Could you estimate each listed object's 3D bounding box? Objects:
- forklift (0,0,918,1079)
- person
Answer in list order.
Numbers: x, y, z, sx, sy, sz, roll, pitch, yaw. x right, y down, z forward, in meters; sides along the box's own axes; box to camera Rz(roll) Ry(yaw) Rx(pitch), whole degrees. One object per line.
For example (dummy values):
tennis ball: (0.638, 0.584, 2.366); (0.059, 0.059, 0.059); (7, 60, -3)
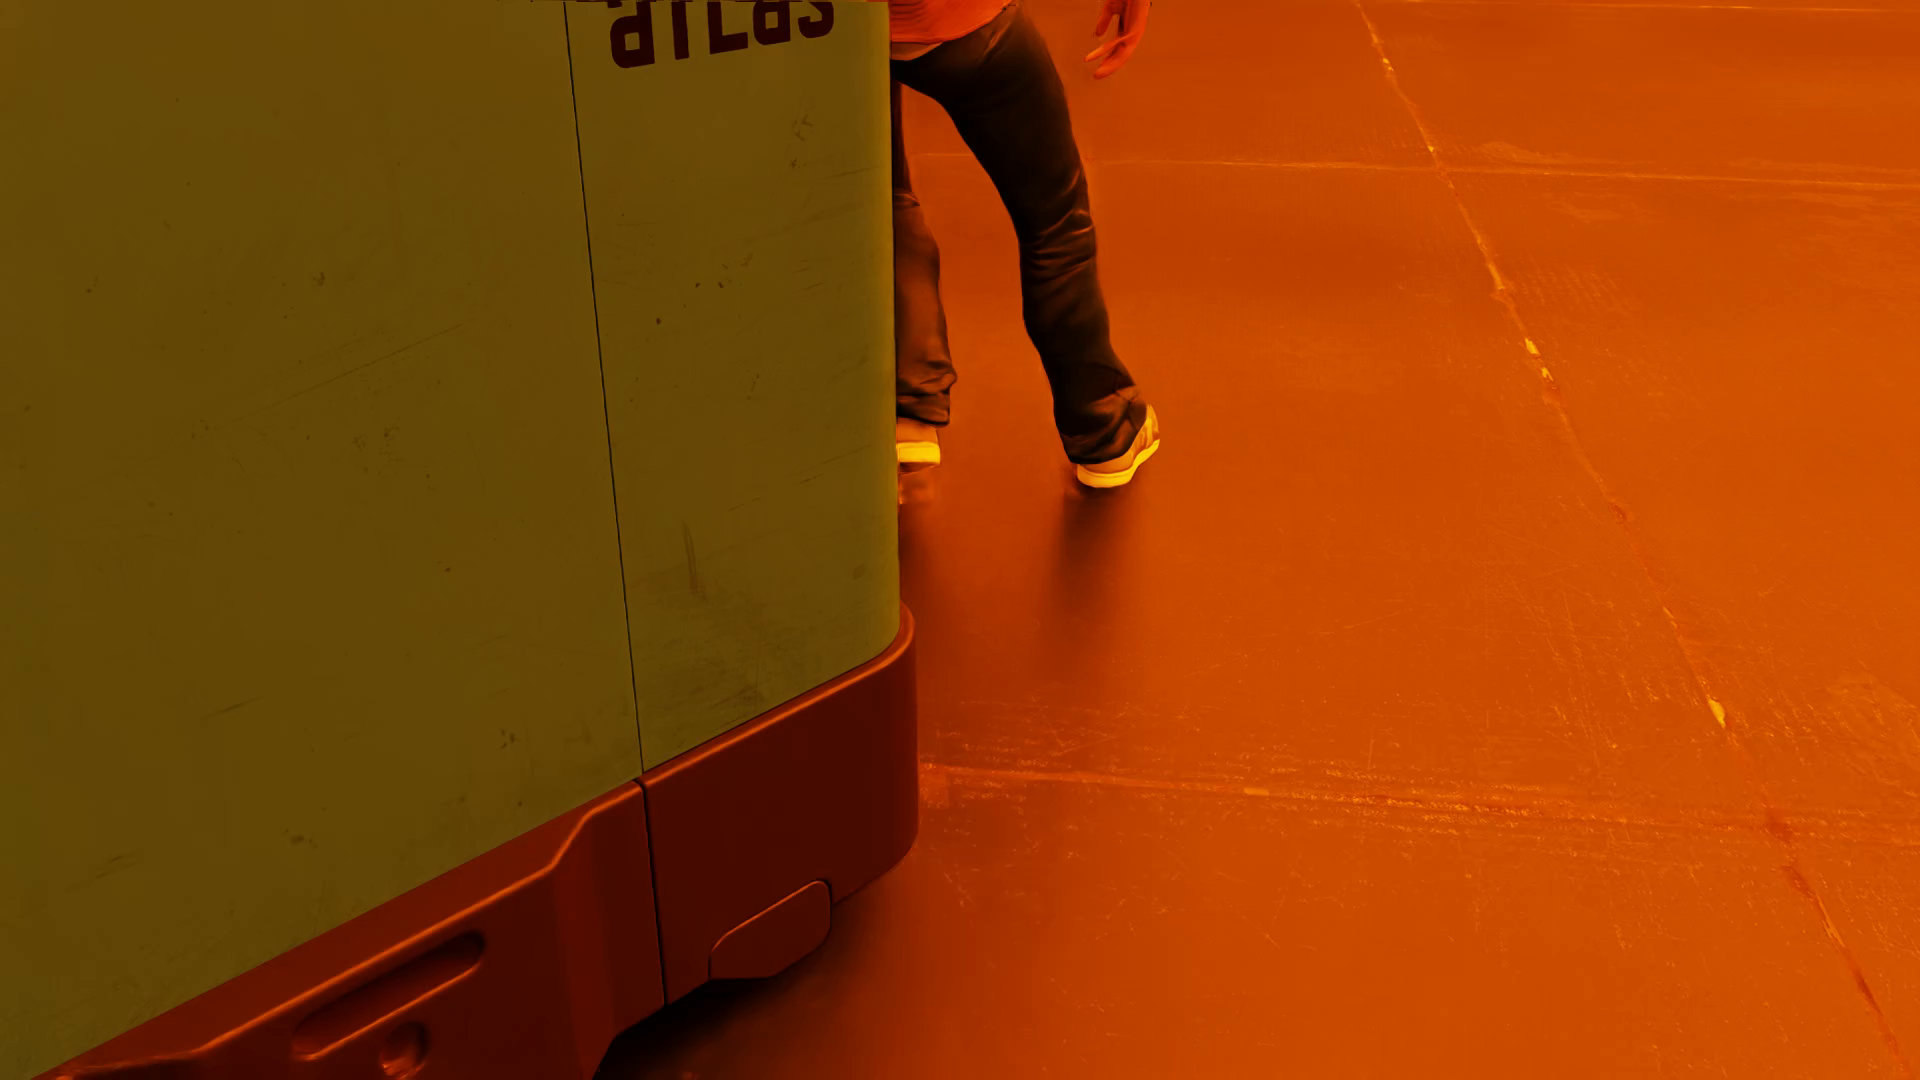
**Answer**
forklift: (-1.434, -0.628, 0.476); (1.130, 2.935, 3.031); (24, 35, 39)
person: (-0.001, -0.791, 2.369); (0.584, 1.543, 0.568); (8, 27, 15)
